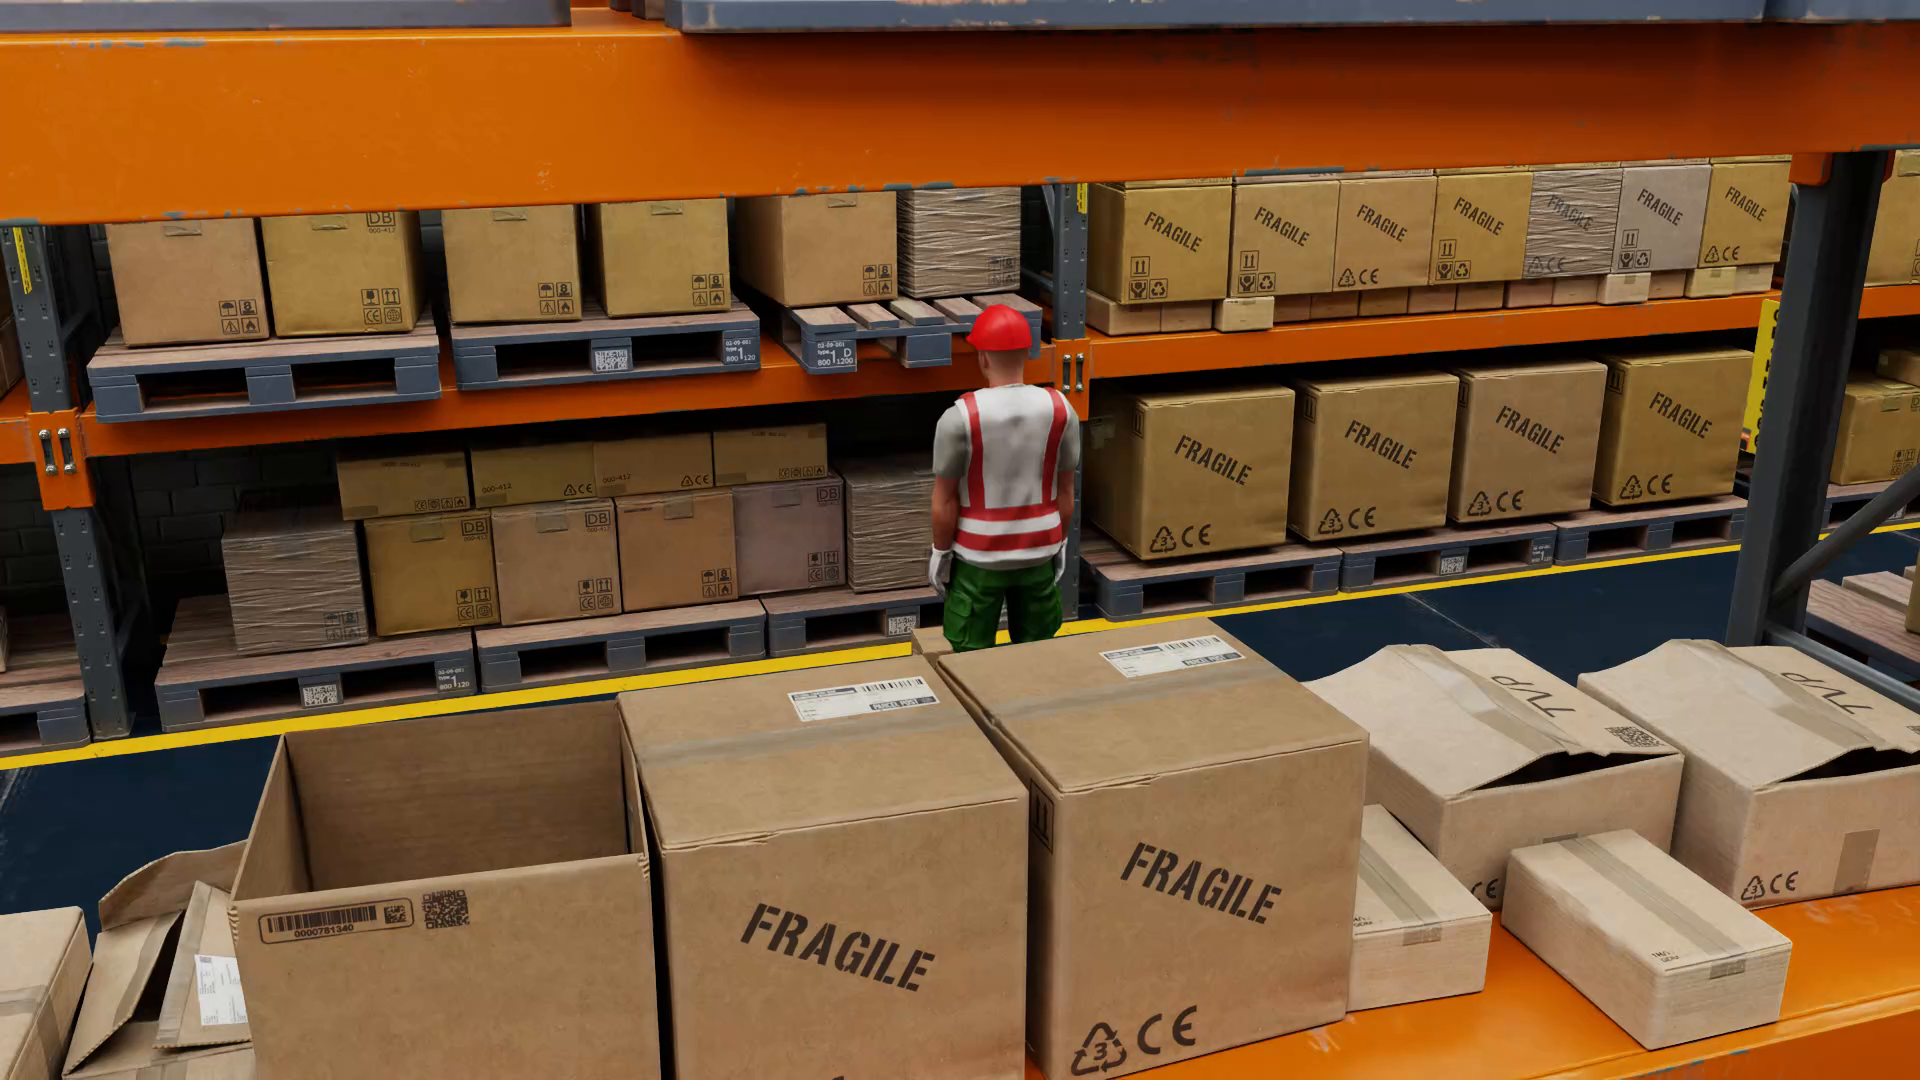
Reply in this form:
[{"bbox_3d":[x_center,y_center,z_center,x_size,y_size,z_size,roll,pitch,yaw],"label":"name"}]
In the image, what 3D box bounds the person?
[{"bbox_3d":[0.147,0.054,5.884,0.527,1.780,0.344,-6,20,-16],"label":"person"}]
